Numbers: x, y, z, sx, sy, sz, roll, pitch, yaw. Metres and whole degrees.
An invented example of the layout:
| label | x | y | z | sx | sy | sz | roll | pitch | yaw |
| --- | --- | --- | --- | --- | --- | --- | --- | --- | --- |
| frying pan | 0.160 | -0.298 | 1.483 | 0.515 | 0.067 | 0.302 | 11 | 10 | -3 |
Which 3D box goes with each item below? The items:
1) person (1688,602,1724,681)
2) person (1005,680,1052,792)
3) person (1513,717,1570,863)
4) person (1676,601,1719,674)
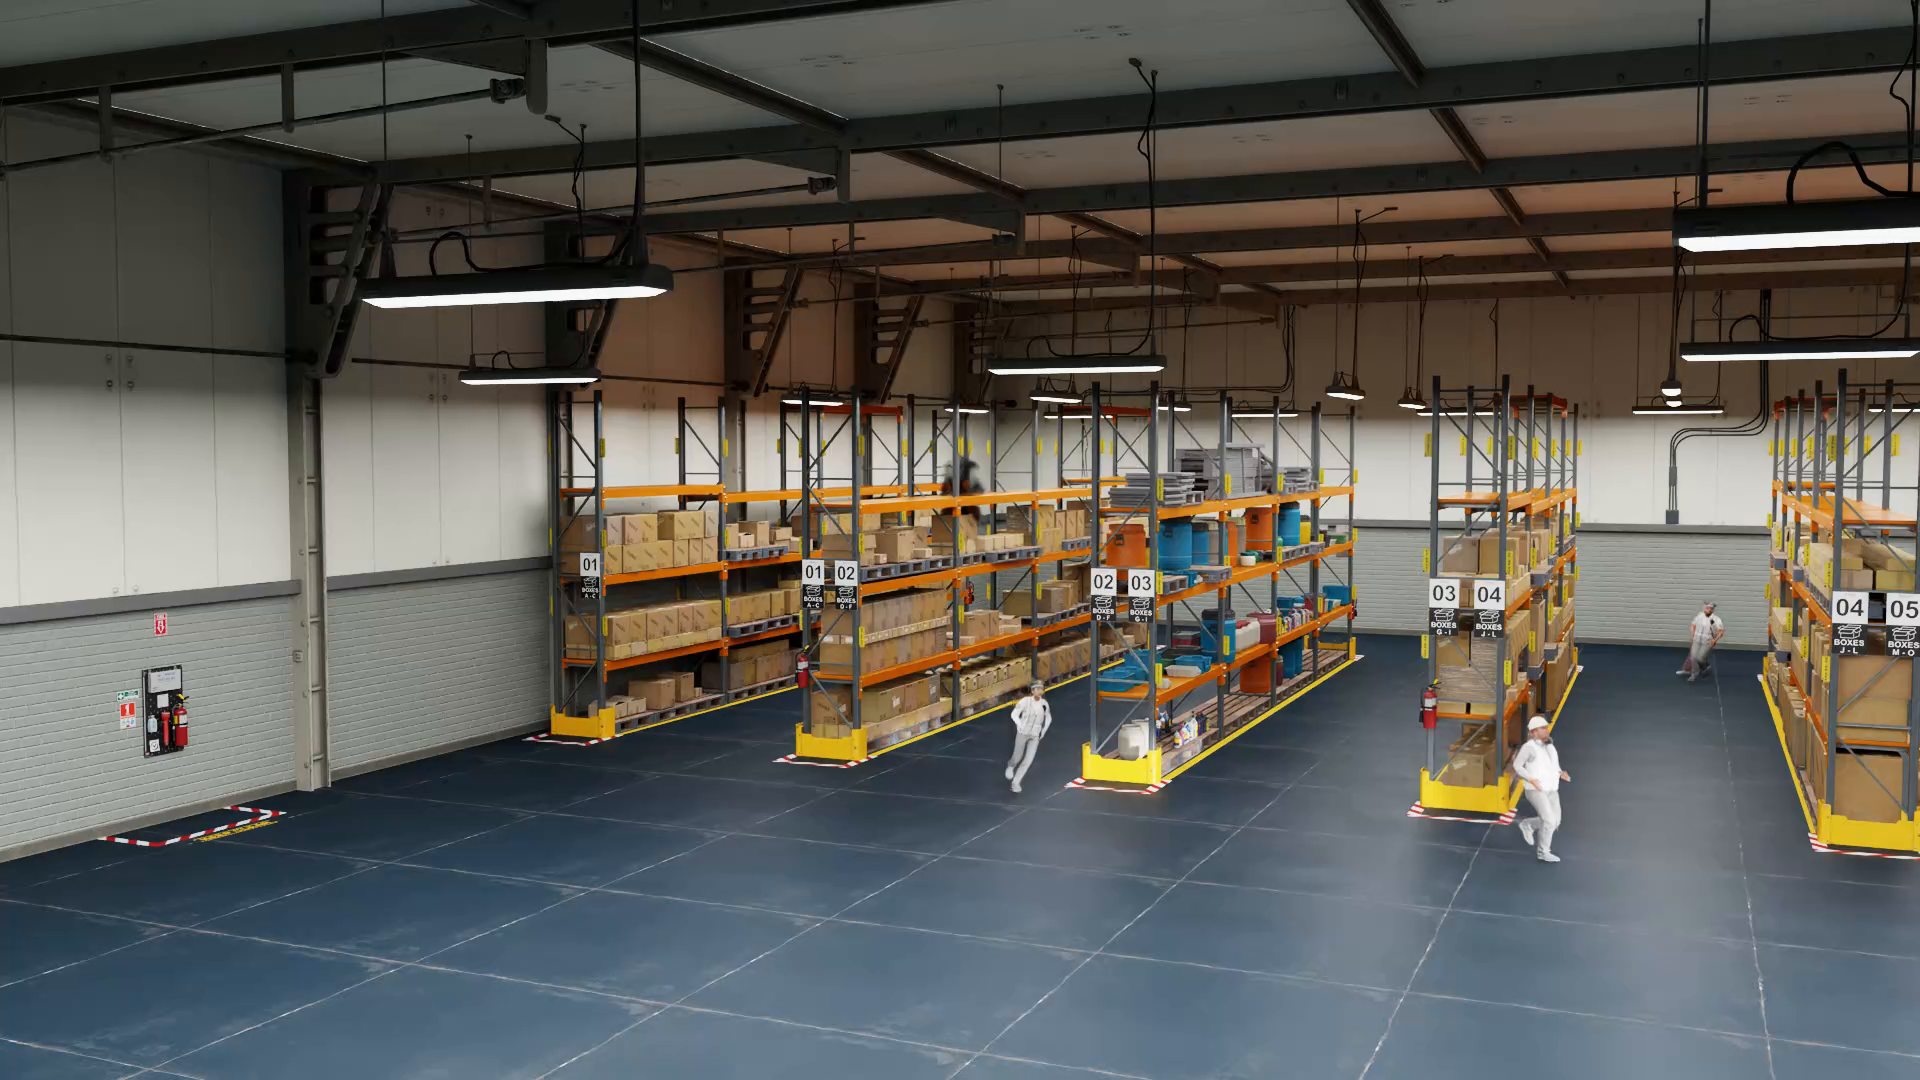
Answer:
| label | x | y | z | sx | sy | sz | roll | pitch | yaw |
| --- | --- | --- | --- | --- | --- | --- | --- | --- | --- |
| person | 16.022 | 2.182 | 35.750 | 0.695 | 1.716 | 0.541 | 3 | 4 | 42 |
| person | 1.036 | 2.848 | 24.511 | 0.651 | 1.623 | 0.714 | -1 | 3 | -10 |
| person | 7.058 | 3.018 | 20.297 | 0.688 | 1.730 | 0.707 | -2 | 4 | -31 |
| person | 16.215 | 2.139 | 36.496 | 0.932 | 1.621 | 0.616 | -1 | 3 | -15 |
